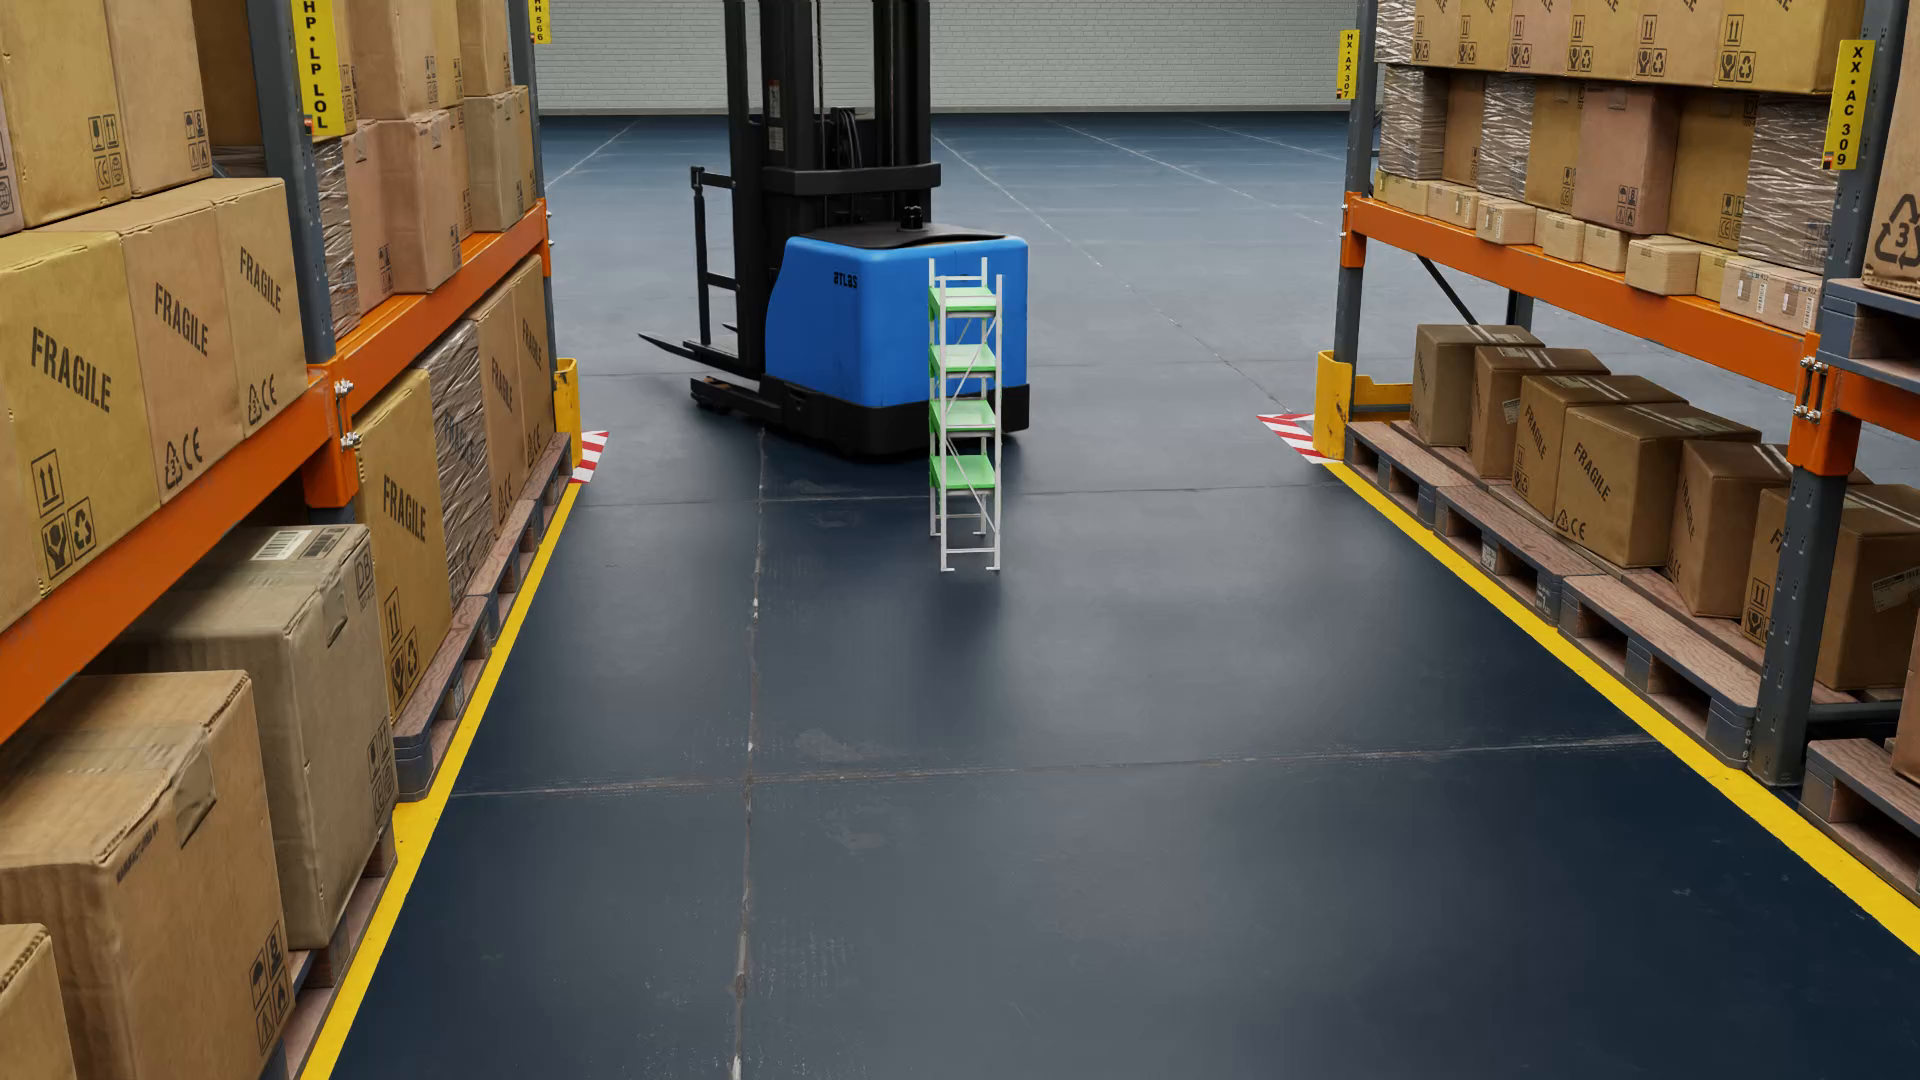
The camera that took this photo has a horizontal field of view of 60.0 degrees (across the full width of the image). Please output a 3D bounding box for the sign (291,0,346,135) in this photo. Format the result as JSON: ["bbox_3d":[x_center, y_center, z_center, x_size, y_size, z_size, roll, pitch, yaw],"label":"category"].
[{"bbox_3d":[-1.555,-1.147,4.020,0.100,0.325,0.005,-2,18,-6],"label":"sign"}]

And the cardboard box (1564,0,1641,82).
[{"bbox_3d":[2.427,-1.825,5.651,0.500,0.500,0.500,-2,18,-6],"label":"cardboard box"}]

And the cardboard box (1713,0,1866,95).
[{"bbox_3d":[2.530,-1.528,4.702,0.500,0.500,0.500,-2,18,-6],"label":"cardboard box"}]

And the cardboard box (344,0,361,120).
[{"bbox_3d":[-2.270,-1.470,4.799,0.875,0.550,0.550,-2,18,-6],"label":"cardboard box"}]

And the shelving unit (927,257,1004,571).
[{"bbox_3d":[0.017,-0.523,6.840,0.258,1.200,0.503,-2,18,-6],"label":"shelving unit"}]

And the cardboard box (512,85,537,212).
[{"bbox_3d":[-2.423,-1.766,7.545,0.875,0.550,0.550,-2,18,-6],"label":"cardboard box"}]

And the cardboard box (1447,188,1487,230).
[{"bbox_3d":[2.313,-1.416,7.100,0.380,0.149,0.250,-2,18,-6],"label":"cardboard box"}]

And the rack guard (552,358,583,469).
[{"bbox_3d":[-2.509,-0.618,8.313,1.175,0.500,0.348,-2,18,-6],"label":"rack guard"}]

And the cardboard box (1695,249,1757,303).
[{"bbox_3d":[2.553,-0.822,5.206,0.380,0.149,0.250,-2,18,-6],"label":"cardboard box"}]

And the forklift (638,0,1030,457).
[{"bbox_3d":[-0.905,-2.201,9.296,1.130,2.935,3.031,-12,21,-34],"label":"forklift"}]

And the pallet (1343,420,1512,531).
[{"bbox_3d":[2.494,-0.331,7.879,1.003,0.211,1.213,-2,18,-6],"label":"pallet"}]

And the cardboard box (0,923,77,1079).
[{"bbox_3d":[-1.748,1.008,2.013,1.050,0.750,0.750,-2,17,-5],"label":"cardboard box"}]

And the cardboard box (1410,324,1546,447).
[{"bbox_3d":[2.485,-0.748,8.025,0.500,0.500,0.500,1,17,5],"label":"cardboard box"}]

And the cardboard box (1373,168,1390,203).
[{"bbox_3d":[2.230,-1.715,8.051,0.380,0.149,0.250,-2,18,-6],"label":"cardboard box"}]

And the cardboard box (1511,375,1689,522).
[{"bbox_3d":[2.627,-0.384,6.865,0.500,0.500,0.500,0,17,0],"label":"cardboard box"}]

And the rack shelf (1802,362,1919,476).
[{"bbox_3d":[3.056,0.204,2.721,1.077,0.370,4.000,-2,18,-6],"label":"rack shelf"}]

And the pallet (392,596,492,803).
[{"bbox_3d":[-2.094,0.489,5.266,1.003,0.211,1.213,-2,18,-6],"label":"pallet"}]

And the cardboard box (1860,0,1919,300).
[{"bbox_3d":[2.793,-0.981,3.591,1.000,1.000,1.000,-2,18,-5],"label":"cardboard box"}]

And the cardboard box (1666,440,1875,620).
[{"bbox_3d":[2.782,-0.034,5.749,0.500,0.500,0.500,4,18,12],"label":"cardboard box"}]

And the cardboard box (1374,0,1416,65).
[{"bbox_3d":[2.223,-2.421,7.549,0.500,0.500,0.500,-2,18,-6],"label":"cardboard box"}]

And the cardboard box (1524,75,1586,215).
[{"bbox_3d":[2.687,-1.507,6.306,0.875,0.500,0.500,-2,18,-6],"label":"cardboard box"}]

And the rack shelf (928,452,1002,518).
[{"bbox_3d":[0.017,-0.233,6.931,0.258,0.148,0.480,-2,18,-6],"label":"rack shelf"}]

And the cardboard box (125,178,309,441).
[{"bbox_3d":[-1.774,-0.513,3.635,0.500,0.500,0.500,-2,18,-6],"label":"cardboard box"}]

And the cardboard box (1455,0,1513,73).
[{"bbox_3d":[2.321,-2.123,6.600,0.500,0.500,0.500,-2,18,-6],"label":"cardboard box"}]

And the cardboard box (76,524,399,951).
[{"bbox_3d":[-1.940,0.443,3.813,1.050,0.750,0.750,-2,18,-6],"label":"cardboard box"}]

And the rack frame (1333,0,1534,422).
[{"bbox_3d":[2.438,-1.927,8.307,1.000,3.000,0.127,-2,18,-6],"label":"rack frame"}]

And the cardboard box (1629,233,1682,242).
[{"bbox_3d":[2.522,-0.971,5.682,0.380,0.149,0.250,-2,18,-6],"label":"cardboard box"}]

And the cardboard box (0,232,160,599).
[{"bbox_3d":[-1.670,-0.212,2.676,0.500,0.500,0.500,-2,17,-5],"label":"cardboard box"}]

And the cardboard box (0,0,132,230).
[{"bbox_3d":[-1.982,-0.836,2.996,0.700,0.500,0.500,-2,18,-7],"label":"cardboard box"}]

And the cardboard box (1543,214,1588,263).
[{"bbox_3d":[2.396,-1.118,6.149,0.380,0.149,0.250,-2,18,-6],"label":"cardboard box"}]

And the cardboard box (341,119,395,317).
[{"bbox_3d":[-2.223,-0.956,4.966,0.875,0.550,0.550,-2,18,-6],"label":"cardboard box"}]

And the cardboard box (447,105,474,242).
[{"bbox_3d":[-2.412,-1.432,6.482,0.875,0.550,0.550,-2,18,-6],"label":"cardboard box"}]

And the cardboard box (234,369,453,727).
[{"bbox_3d":[-2.089,0.012,4.978,0.875,0.875,0.875,-2,17,-5],"label":"cardboard box"}]

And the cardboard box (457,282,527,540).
[{"bbox_3d":[-2.278,-0.529,6.699,0.875,0.875,0.875,-2,18,-7],"label":"cardboard box"}]

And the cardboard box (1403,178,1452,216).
[{"bbox_3d":[2.247,-1.565,7.573,0.380,0.149,0.250,-2,18,-6],"label":"cardboard box"}]

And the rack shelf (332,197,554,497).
[{"bbox_3d":[-2.300,-0.865,6.125,1.077,0.370,4.000,-2,18,-6],"label":"rack shelf"}]

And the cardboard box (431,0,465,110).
[{"bbox_3d":[-2.251,-1.793,5.827,0.875,0.550,0.500,-2,18,-6],"label":"cardboard box"}]

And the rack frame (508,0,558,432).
[{"bbox_3d":[-2.506,-1.804,7.915,1.000,3.000,0.127,-2,18,-6],"label":"rack frame"}]

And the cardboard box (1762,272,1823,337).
[{"bbox_3d":[2.536,-0.670,4.724,0.380,0.149,0.250,-2,18,-6],"label":"cardboard box"}]

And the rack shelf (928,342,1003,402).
[{"bbox_3d":[0.017,-0.691,6.788,0.258,0.148,0.480,-2,18,-6],"label":"rack shelf"}]

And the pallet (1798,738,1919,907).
[{"bbox_3d":[2.932,0.827,4.190,1.003,0.211,1.213,-2,18,-6],"label":"pallet"}]

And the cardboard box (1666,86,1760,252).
[{"bbox_3d":[2.849,-1.211,5.363,0.875,0.500,0.500,-2,18,-6],"label":"cardboard box"}]

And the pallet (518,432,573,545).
[{"bbox_3d":[-2.346,-0.238,7.582,1.003,0.211,1.213,-2,18,-6],"label":"pallet"}]

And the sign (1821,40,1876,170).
[{"bbox_3d":[2.311,-1.129,4.321,0.100,0.325,0.005,-2,18,-6],"label":"sign"}]

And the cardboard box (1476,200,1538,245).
[{"bbox_3d":[2.288,-1.265,6.618,0.380,0.149,0.250,-2,18,-6],"label":"cardboard box"}]

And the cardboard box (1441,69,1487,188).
[{"bbox_3d":[2.638,-1.807,7.261,0.875,0.500,0.500,-2,18,-6],"label":"cardboard box"}]

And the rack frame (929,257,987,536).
[{"bbox_3d":[-0.008,-0.596,7.072,0.240,1.200,0.015,-2,18,-6],"label":"rack frame"}]

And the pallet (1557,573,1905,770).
[{"bbox_3d":[2.746,0.396,5.563,1.003,0.211,1.213,-2,18,-6],"label":"pallet"}]
